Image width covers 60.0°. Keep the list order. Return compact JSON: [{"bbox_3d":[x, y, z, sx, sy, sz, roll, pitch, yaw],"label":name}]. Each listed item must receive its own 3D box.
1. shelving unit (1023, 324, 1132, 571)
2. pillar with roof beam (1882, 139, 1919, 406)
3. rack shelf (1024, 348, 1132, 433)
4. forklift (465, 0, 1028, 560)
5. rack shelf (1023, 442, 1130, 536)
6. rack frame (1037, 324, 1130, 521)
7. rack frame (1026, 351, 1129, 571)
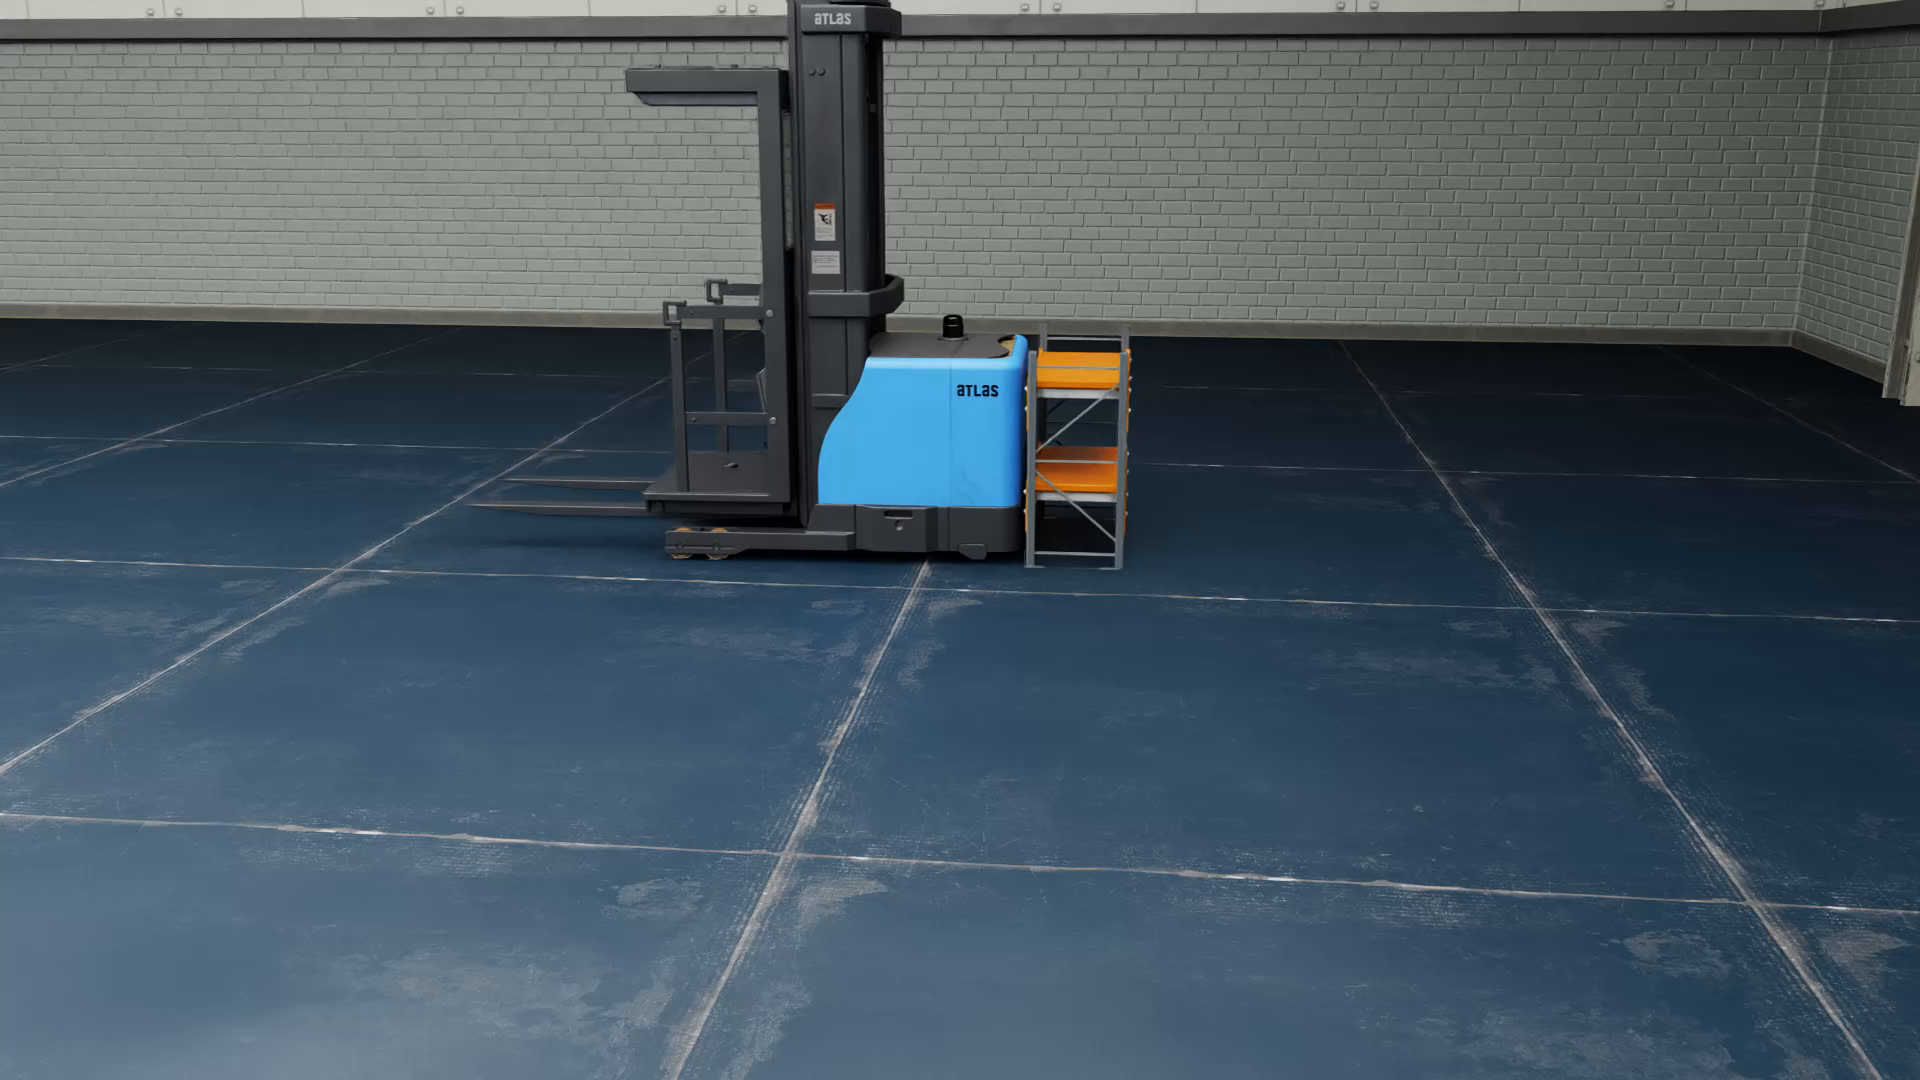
[{"bbox_3d":[0.645,-0.528,8.960,0.538,1.125,1.048,2,15,6],"label":"shelving unit"},{"bbox_3d":[3.306,-5.574,12.537,9.100,9.000,0.400,2,15,6],"label":"pillar with roof beam"},{"bbox_3d":[0.645,-0.811,8.884,0.538,0.278,1.000,2,15,6],"label":"rack shelf"},{"bbox_3d":[-1.150,-1.445,8.892,3.031,2.935,1.130,1,15,4],"label":"forklift"},{"bbox_3d":[0.645,-0.292,9.024,0.538,0.278,1.000,2,15,6],"label":"rack shelf"},{"bbox_3d":[0.698,-0.660,9.448,0.500,1.125,0.032,2,15,6],"label":"rack frame"},{"bbox_3d":[0.593,-0.396,8.472,0.500,1.125,0.032,2,15,6],"label":"rack frame"}]
